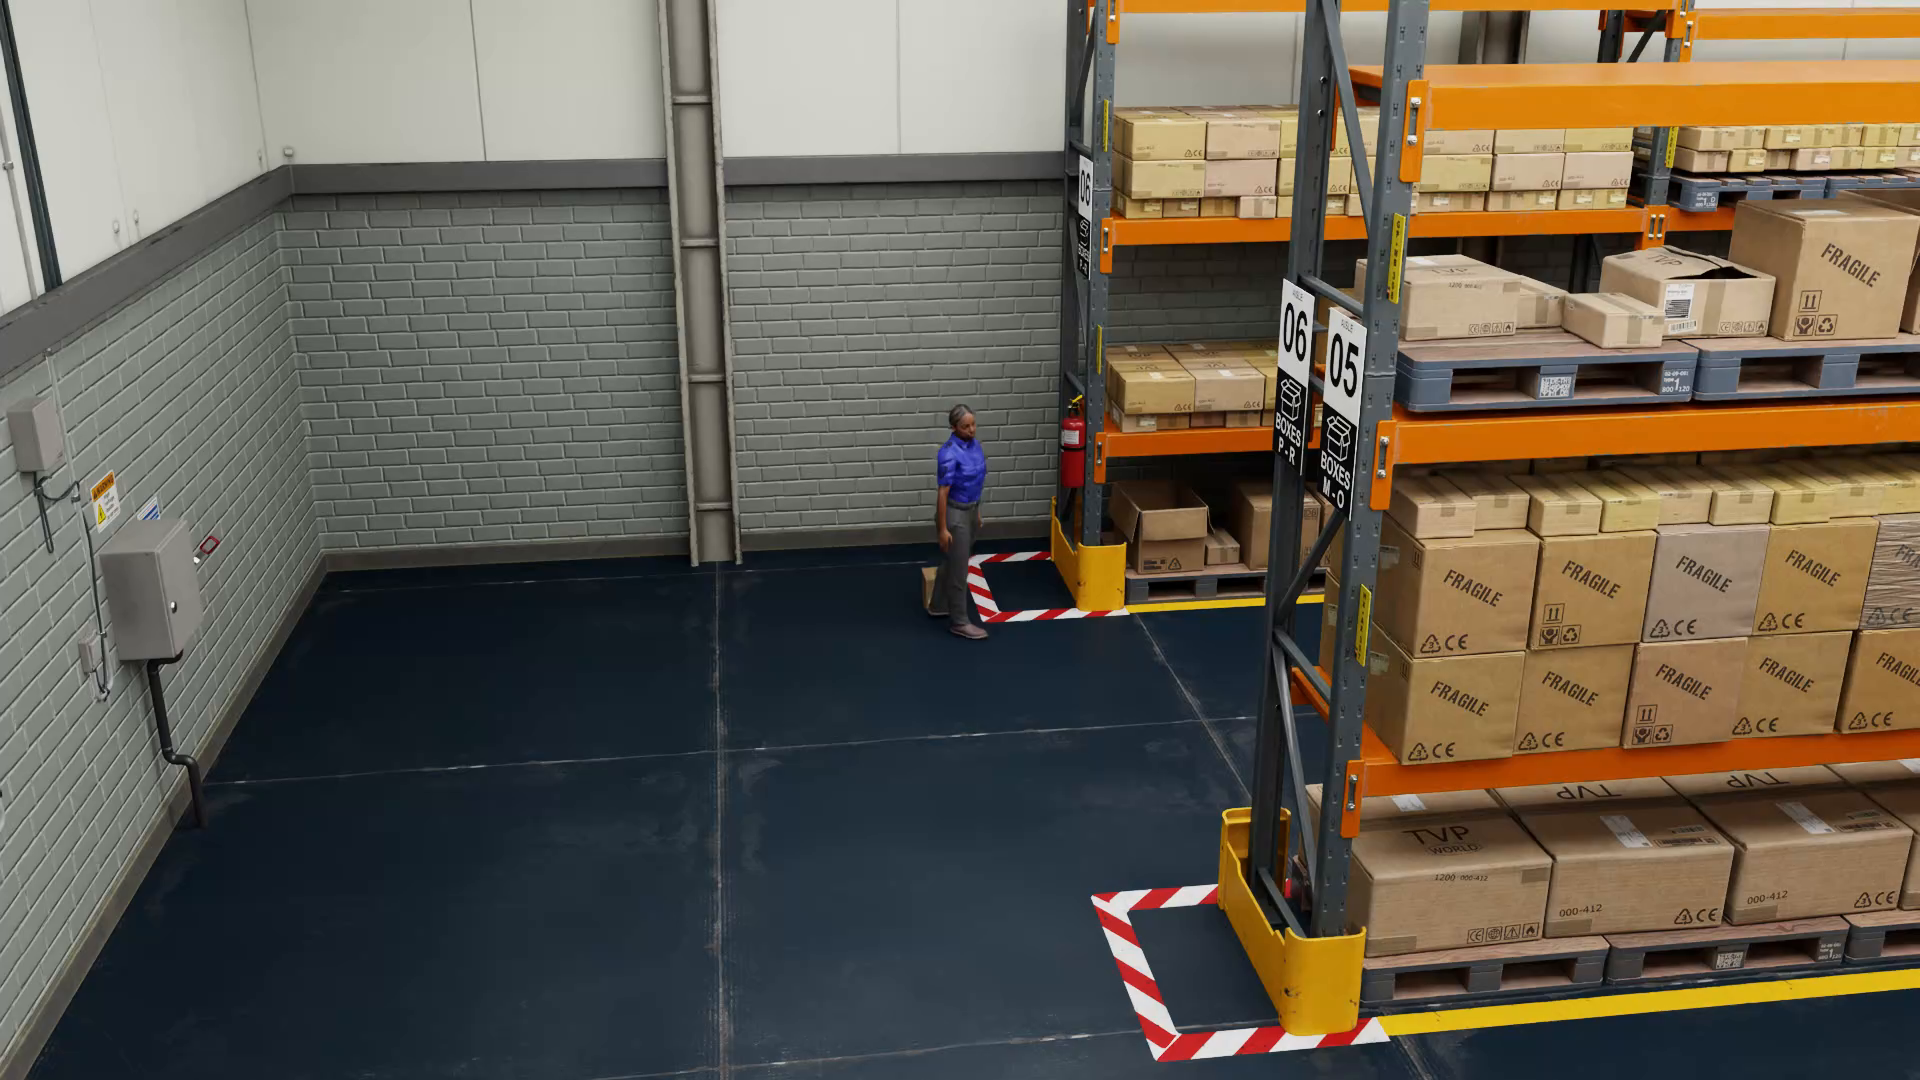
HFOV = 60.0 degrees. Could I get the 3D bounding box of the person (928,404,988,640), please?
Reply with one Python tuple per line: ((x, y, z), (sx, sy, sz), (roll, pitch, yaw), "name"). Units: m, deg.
((-0.018, -0.152, 11.486), (0.555, 1.651, 0.583), (10, 22, 25), "person")
